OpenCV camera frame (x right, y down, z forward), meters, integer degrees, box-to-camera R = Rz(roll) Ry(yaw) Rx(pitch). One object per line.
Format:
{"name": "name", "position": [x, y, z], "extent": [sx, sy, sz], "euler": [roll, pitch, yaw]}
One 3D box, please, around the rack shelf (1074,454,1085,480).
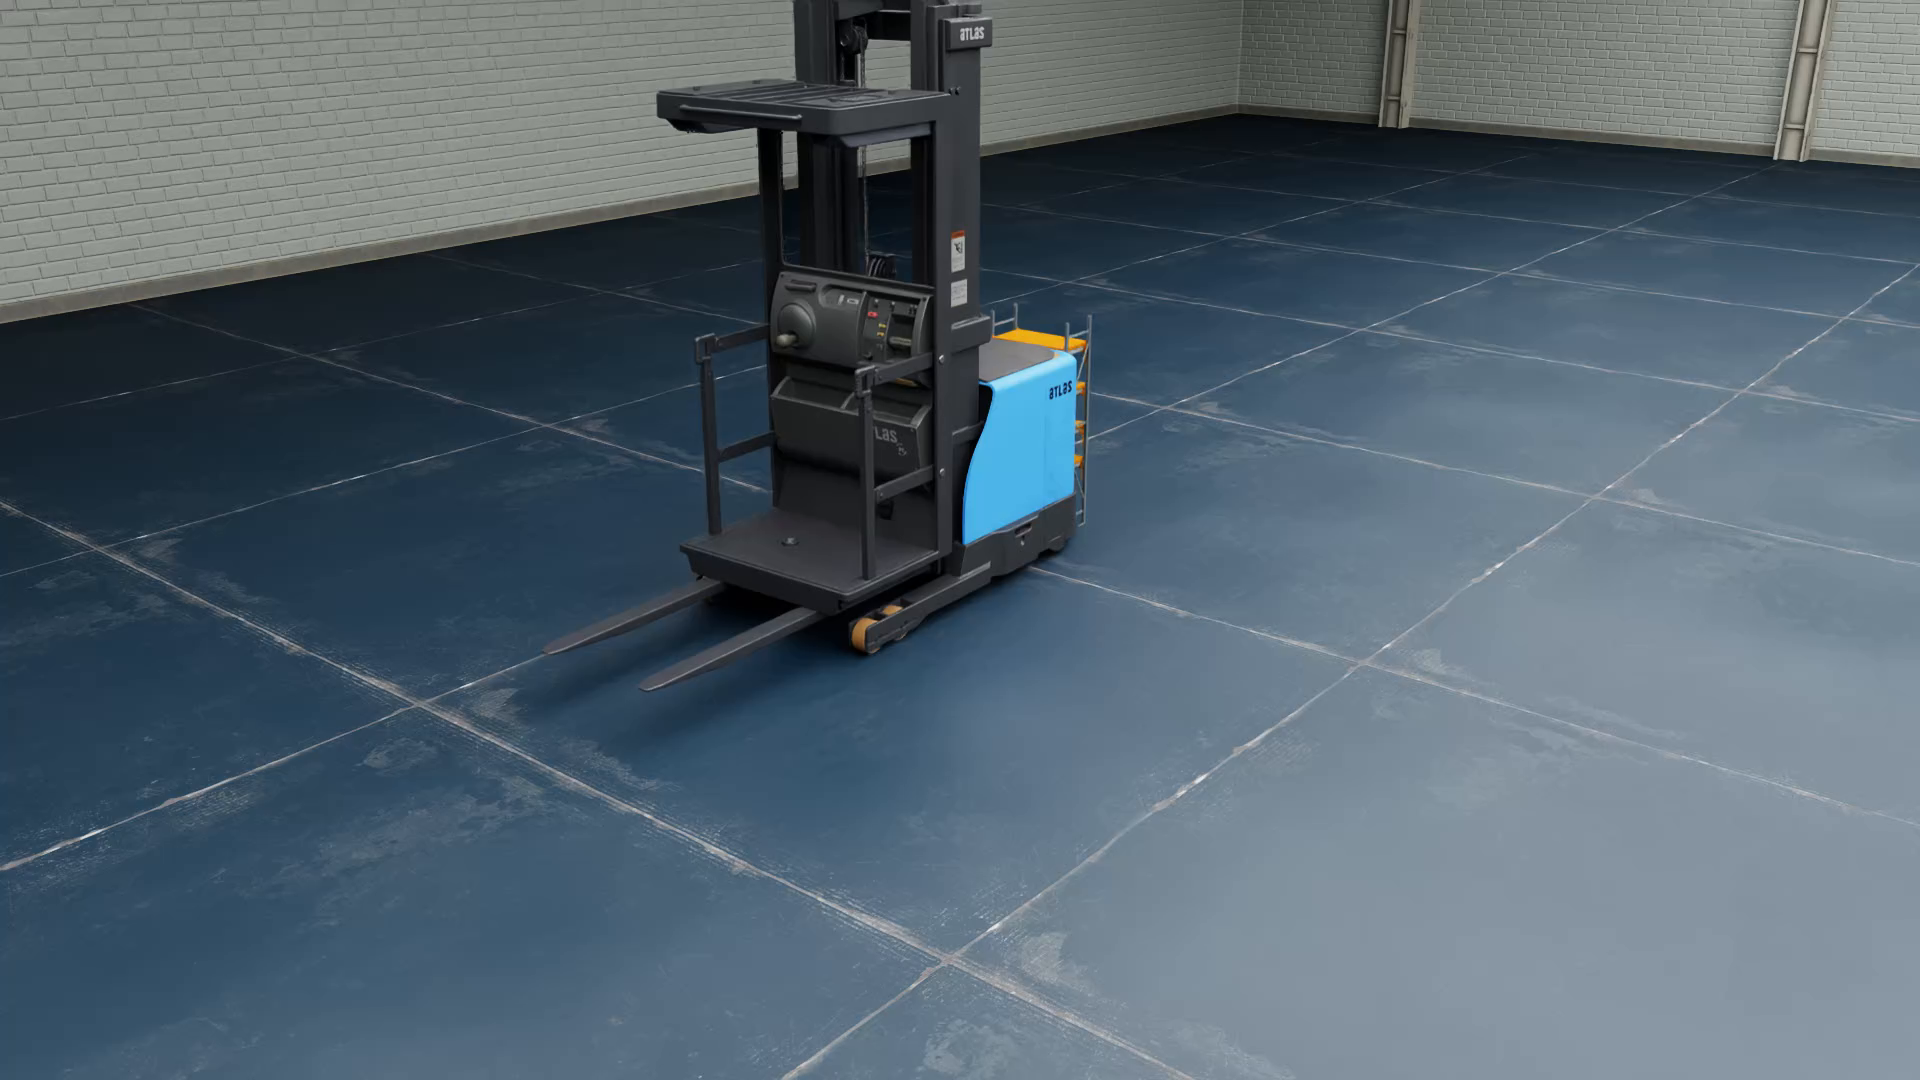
{"name": "rack shelf", "position": [0.435, -0.422, 9.339], "extent": [0.480, 0.148, 0.258], "euler": [15, 25, 34]}

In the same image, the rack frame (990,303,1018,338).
{"name": "rack frame", "position": [0.241, -0.723, 9.383], "extent": [0.015, 1.200, 0.240], "euler": [15, 25, 34]}

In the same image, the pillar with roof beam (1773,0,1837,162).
{"name": "pillar with roof beam", "position": [8.939, -8.379, 18.634], "extent": [0.400, 9.000, 9.100], "euler": [16, 26, 36]}

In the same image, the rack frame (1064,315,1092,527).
{"name": "rack frame", "position": [0.632, -0.620, 9.109], "extent": [0.015, 1.200, 0.240], "euler": [15, 25, 34]}

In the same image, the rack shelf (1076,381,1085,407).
{"name": "rack shelf", "position": [0.437, -0.818, 9.192], "extent": [0.480, 0.148, 0.258], "euler": [15, 25, 34]}

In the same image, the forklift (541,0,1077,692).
{"name": "forklift", "position": [-0.657, -1.036, 7.761], "extent": [1.130, 2.935, 3.031], "euler": [15, 25, 34]}

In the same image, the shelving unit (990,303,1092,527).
{"name": "shelving unit", "position": [0.436, -0.672, 9.246], "extent": [0.503, 1.200, 0.258], "euler": [15, 25, 34]}

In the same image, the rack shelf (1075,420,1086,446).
{"name": "rack shelf", "position": [0.436, -0.609, 9.269], "extent": [0.480, 0.148, 0.258], "euler": [15, 25, 34]}

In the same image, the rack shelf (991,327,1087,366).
{"name": "rack shelf", "position": [0.438, -1.040, 9.110], "extent": [0.480, 0.148, 0.258], "euler": [15, 25, 34]}

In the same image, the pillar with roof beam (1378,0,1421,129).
{"name": "pillar with roof beam", "position": [4.291, -9.717, 22.183], "extent": [0.400, 9.000, 9.100], "euler": [16, 26, 36]}
